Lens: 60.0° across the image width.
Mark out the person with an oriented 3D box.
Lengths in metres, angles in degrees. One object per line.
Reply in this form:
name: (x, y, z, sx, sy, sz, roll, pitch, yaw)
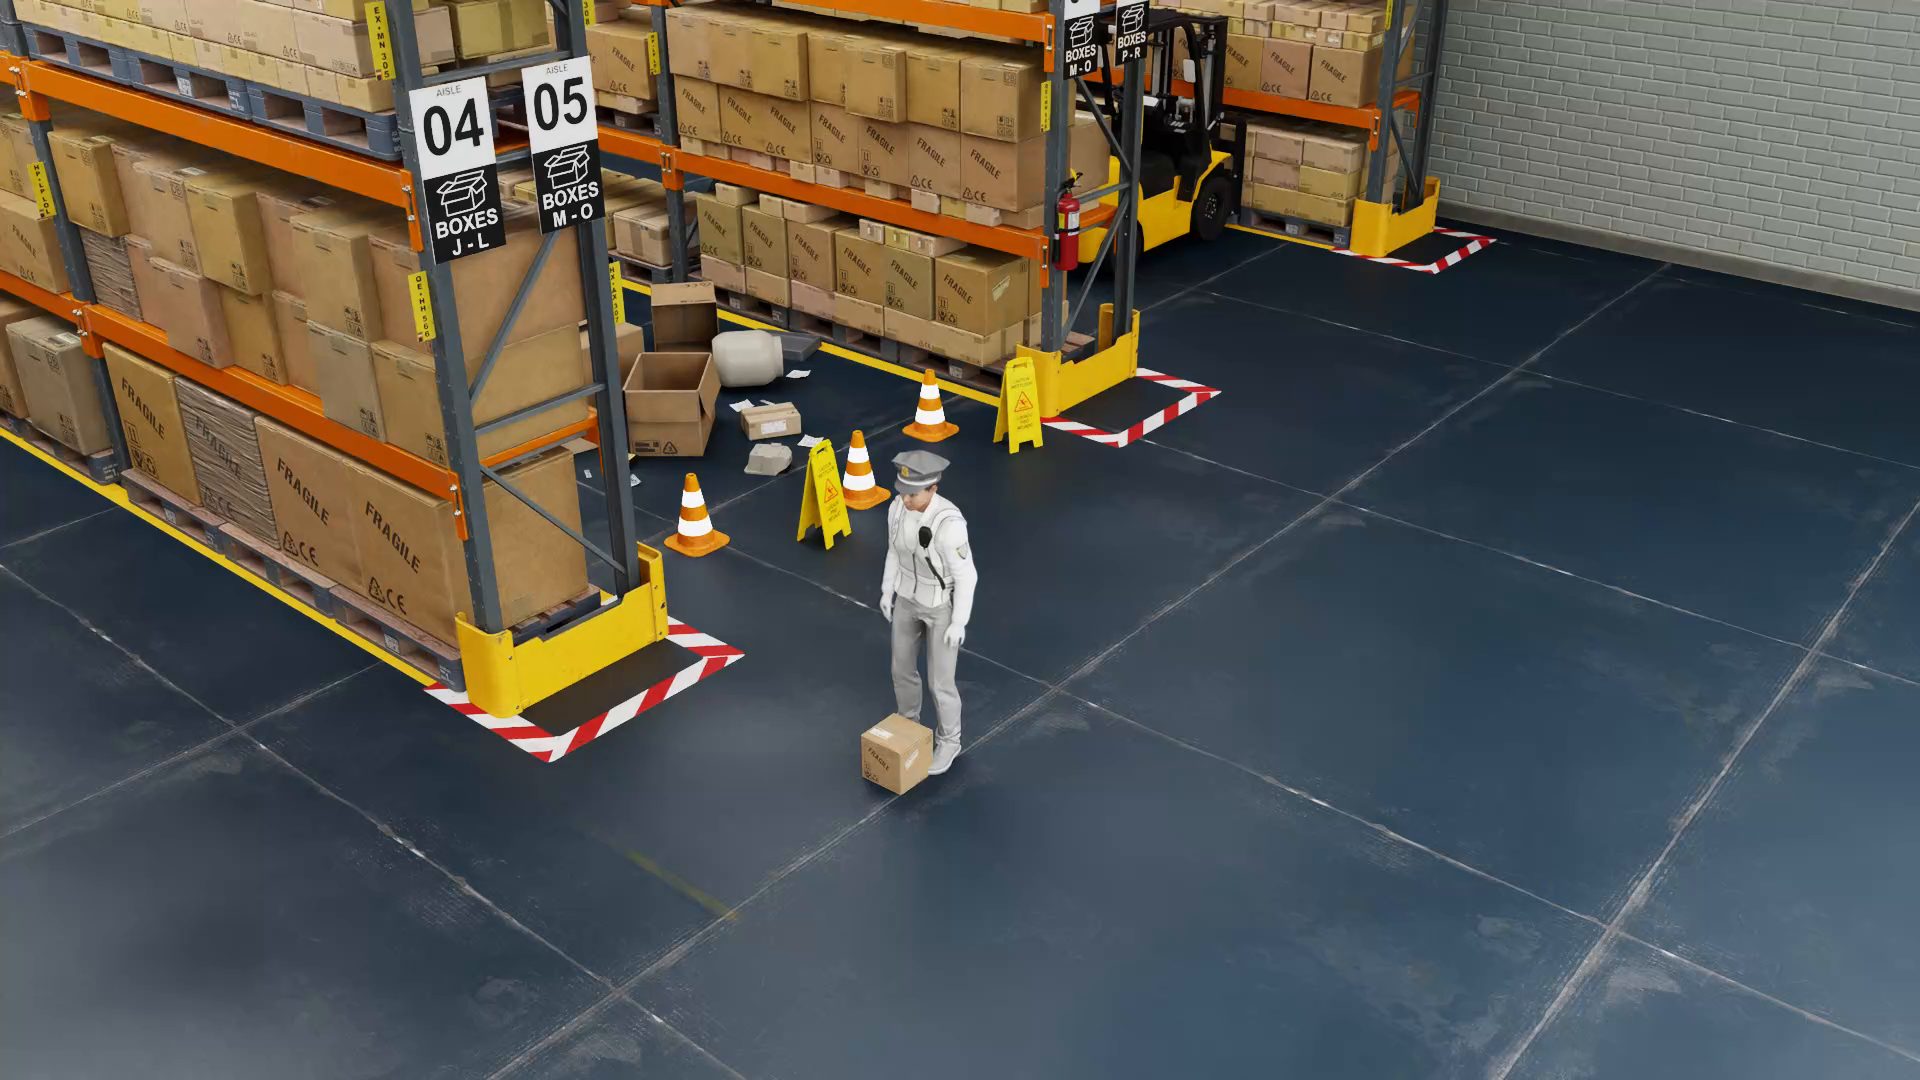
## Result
person: (-0.164, 0.329, 7.984, 0.527, 1.663, 0.376, 21, 34, 34)
